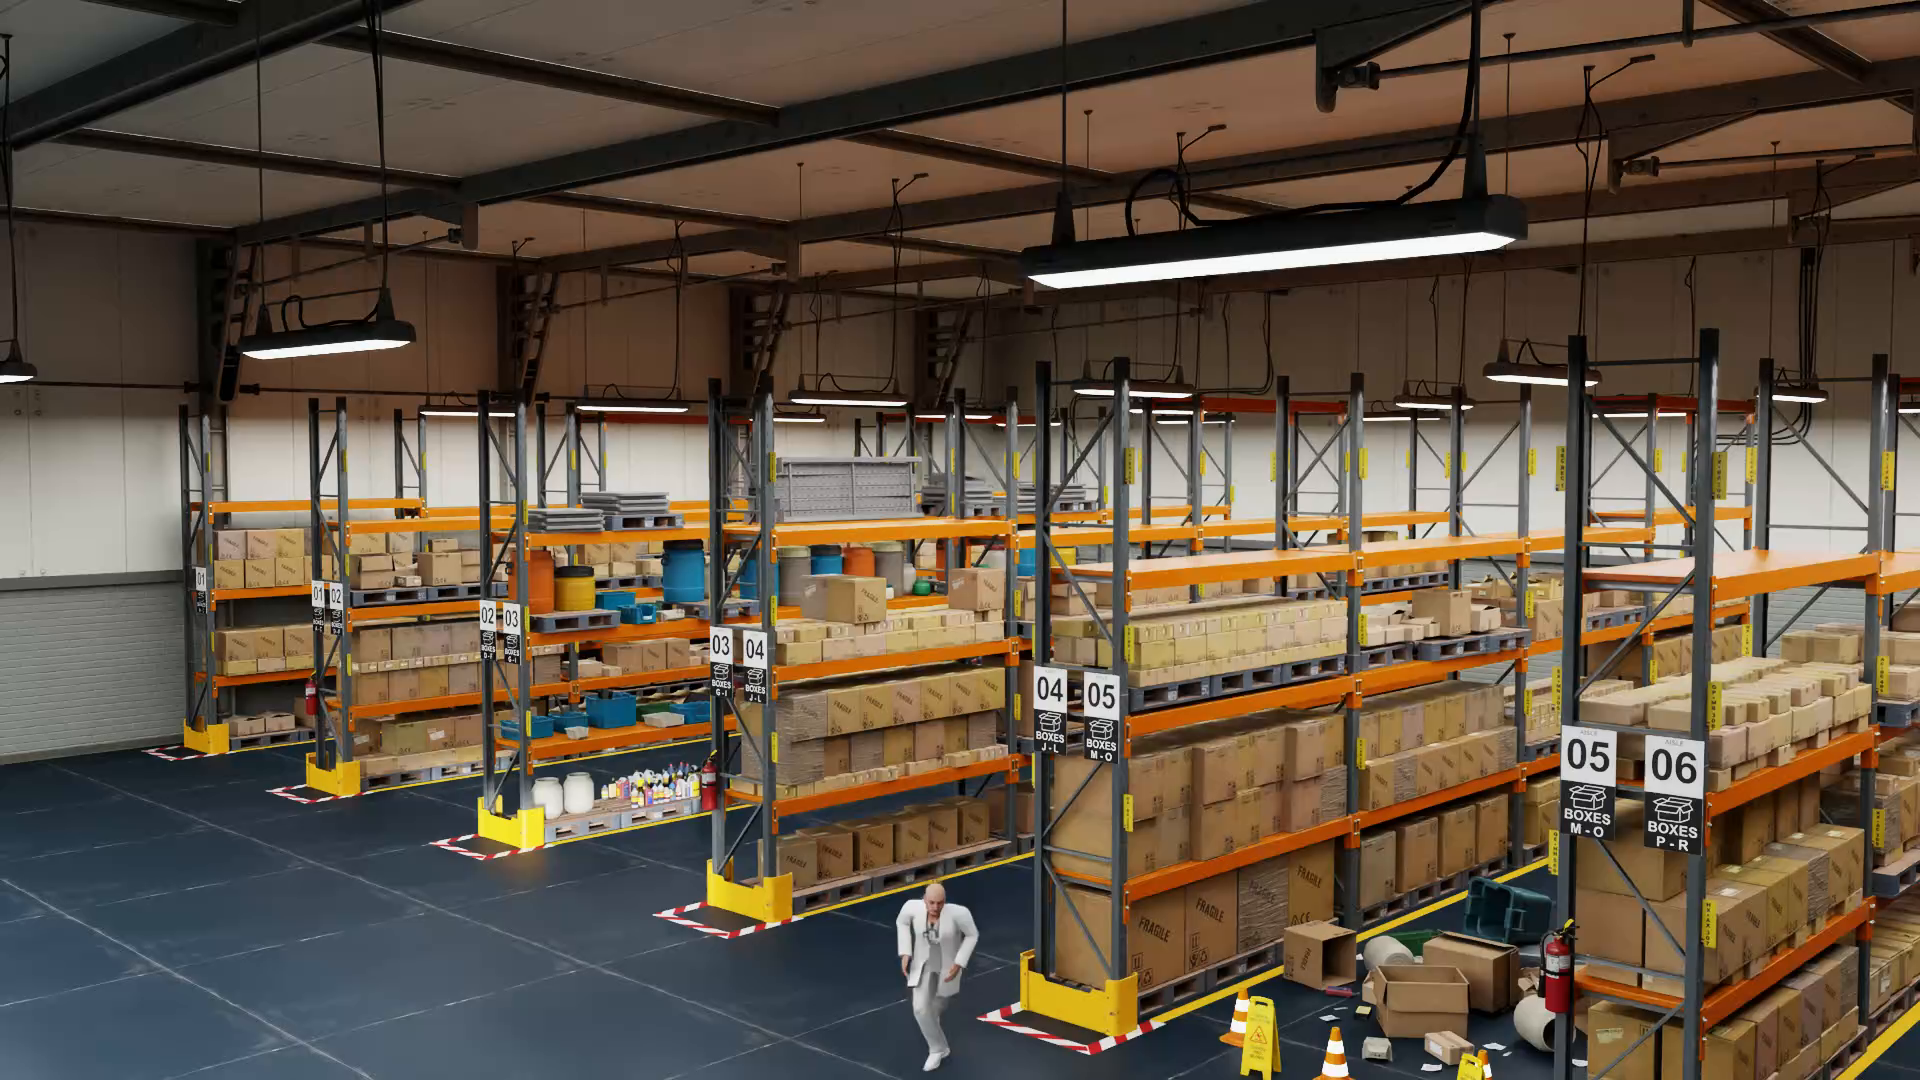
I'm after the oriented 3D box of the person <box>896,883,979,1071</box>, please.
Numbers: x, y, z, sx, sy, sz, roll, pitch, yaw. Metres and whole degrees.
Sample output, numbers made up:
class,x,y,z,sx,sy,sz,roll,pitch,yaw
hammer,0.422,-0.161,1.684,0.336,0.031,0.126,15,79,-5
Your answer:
class,x,y,z,sx,sy,sz,roll,pitch,yaw
person,-0.179,3.631,14.250,0.712,1.626,1.102,0,3,5
